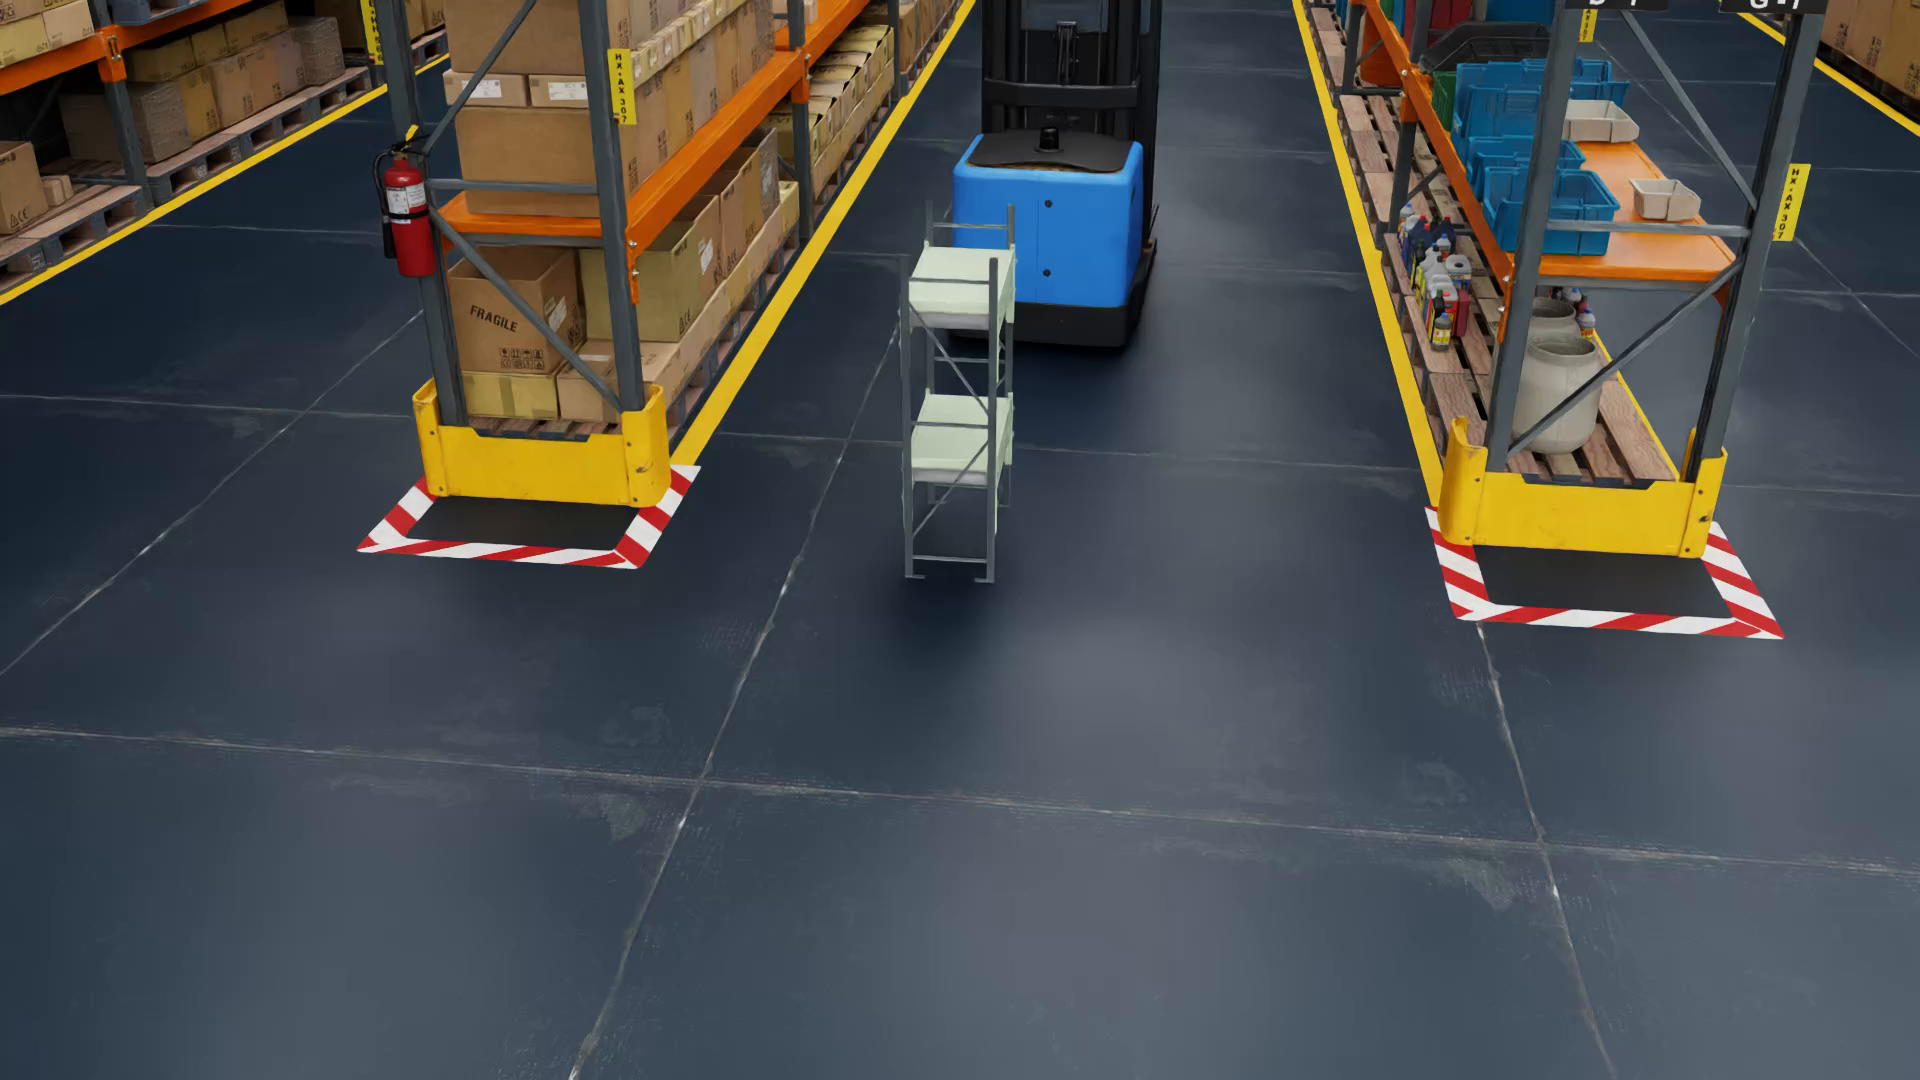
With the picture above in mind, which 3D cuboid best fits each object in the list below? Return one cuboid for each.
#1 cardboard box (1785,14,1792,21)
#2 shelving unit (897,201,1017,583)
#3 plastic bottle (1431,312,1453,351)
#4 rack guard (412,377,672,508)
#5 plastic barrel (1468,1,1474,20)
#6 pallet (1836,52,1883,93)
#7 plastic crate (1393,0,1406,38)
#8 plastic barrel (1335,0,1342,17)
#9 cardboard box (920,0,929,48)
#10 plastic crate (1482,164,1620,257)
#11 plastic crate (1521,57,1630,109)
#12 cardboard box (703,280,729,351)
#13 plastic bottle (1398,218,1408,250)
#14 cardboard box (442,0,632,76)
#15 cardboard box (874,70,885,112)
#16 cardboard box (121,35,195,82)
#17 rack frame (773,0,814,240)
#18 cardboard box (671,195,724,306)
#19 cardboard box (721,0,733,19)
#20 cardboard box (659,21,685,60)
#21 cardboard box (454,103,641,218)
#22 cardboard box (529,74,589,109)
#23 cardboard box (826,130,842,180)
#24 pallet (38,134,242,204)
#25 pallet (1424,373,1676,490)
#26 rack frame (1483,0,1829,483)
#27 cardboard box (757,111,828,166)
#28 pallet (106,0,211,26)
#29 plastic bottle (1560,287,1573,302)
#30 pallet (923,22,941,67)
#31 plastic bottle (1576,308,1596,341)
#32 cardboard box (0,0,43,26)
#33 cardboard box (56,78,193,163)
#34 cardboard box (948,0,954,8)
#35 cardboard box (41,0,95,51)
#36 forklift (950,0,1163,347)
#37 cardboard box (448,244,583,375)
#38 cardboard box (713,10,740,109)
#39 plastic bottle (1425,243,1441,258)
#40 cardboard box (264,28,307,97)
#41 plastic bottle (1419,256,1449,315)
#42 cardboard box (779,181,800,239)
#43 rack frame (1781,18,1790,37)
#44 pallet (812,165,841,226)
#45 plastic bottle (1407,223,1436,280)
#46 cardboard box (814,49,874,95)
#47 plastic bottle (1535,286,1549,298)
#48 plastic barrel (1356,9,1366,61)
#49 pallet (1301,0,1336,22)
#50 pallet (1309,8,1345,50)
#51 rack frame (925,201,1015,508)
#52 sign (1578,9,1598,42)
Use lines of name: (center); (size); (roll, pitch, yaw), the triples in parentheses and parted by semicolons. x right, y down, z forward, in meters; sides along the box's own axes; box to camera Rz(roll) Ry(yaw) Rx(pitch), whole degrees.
cardboard box: (9.216, -5.618, 16.813); (1.225, 0.875, 0.875); (3, 29, 6)
shelving unit: (-0.001, -0.657, 7.388); (0.431, 1.500, 0.755); (3, 28, 6)
plastic bottle: (2.678, -1.162, 9.230); (0.097, 0.201, 0.097); (0, 28, 0)
rack guard: (-2.030, -0.488, 8.129); (1.175, 0.500, 0.348); (3, 28, 6)
plastic barrel: (3.693, -3.746, 11.687); (0.301, 0.262, 0.301); (0, 28, 0)
pallet: (9.107, -4.500, 15.880); (1.003, 0.211, 1.213); (3, 28, 6)
plastic crate: (3.205, -3.723, 11.515); (0.392, 0.384, 0.575); (3, 28, 6)
plastic barrel: (4.275, -5.965, 17.429); (0.600, 0.901, 0.708); (3, 28, 6)
cardboard box: (-0.583, -5.139, 16.298); (0.500, 0.500, 0.500); (3, 28, 6)
plastic crate: (2.652, -1.498, 7.524); (0.499, 0.251, 0.616); (3, 28, 6)
plastic crate: (3.512, -2.591, 9.553); (0.499, 0.251, 0.616); (3, 28, 6)
cardboard box: (-1.622, -1.284, 9.428); (0.500, 0.250, 0.500); (3, 28, 6)
plastic bottle: (2.892, -1.982, 10.754); (0.097, 0.201, 0.097); (0, 28, 0)
cardboard box: (-1.951, -2.459, 7.678); (0.700, 0.500, 0.500); (3, 29, 6)
cardboard box: (-0.929, -3.835, 14.162); (0.500, 0.250, 0.500); (3, 28, 6)
cardboard box: (-6.330, -3.747, 12.923); (0.500, 0.250, 0.500); (3, 28, 5)
rack frame: (-1.537, -3.483, 11.052); (1.000, 3.000, 0.127); (3, 28, 6)
cardboard box: (-1.633, -1.615, 9.251); (0.500, 0.500, 0.500); (3, 28, 6)
cardboard box: (-1.515, -3.074, 9.504); (0.380, 0.149, 0.250); (4, 29, 8)
cardboard box: (-1.641, -2.588, 8.601); (0.380, 0.149, 0.250); (2, 28, 4)
cardboard box: (-1.958, -1.863, 7.940); (0.700, 0.500, 0.500); (3, 28, 6)
cardboard box: (-1.766, -2.101, 7.699); (0.380, 0.149, 0.250); (3, 28, 6)
cardboard box: (-1.178, -2.873, 12.376); (0.500, 0.250, 0.500); (4, 29, 7)
pallet: (-6.360, -2.908, 12.925); (1.003, 0.211, 1.213); (3, 28, 6)
pallet: (2.956, -0.503, 8.461); (1.003, 0.211, 1.213); (3, 28, 6)
rack frame: (2.888, -1.310, 7.019); (1.000, 3.000, 0.127); (3, 28, 6)
cardboard box: (-1.239, -2.884, 11.805); (0.500, 0.311, 0.500); (3, 29, 6)
pallet: (-6.216, -4.036, 12.280); (1.003, 0.211, 1.213); (3, 28, 6)
plastic bottle: (3.474, -1.346, 9.499); (0.097, 0.271, 0.097); (0, 28, 0)
pallet: (-0.766, -5.060, 16.919); (1.003, 0.211, 1.213); (3, 28, 6)
plastic bottle: (3.420, -1.138, 9.112); (0.097, 0.271, 0.097); (0, 28, 0)
cardboard box: (-6.261, -3.566, 10.553); (0.500, 0.500, 0.500); (3, 28, 6)
cardboard box: (-6.380, -3.209, 12.716); (0.700, 0.500, 0.500); (4, 29, 8)
cardboard box: (-0.333, -6.093, 18.068); (0.500, 0.500, 0.500); (3, 28, 6)
cardboard box: (-6.211, -3.471, 11.167); (0.500, 0.250, 0.500); (3, 29, 6)
forklift: (0.723, -3.092, 10.398); (1.130, 2.935, 3.031); (5, 29, 9)
cardboard box: (-2.257, -1.174, 8.432); (0.500, 0.500, 0.500); (3, 28, 6)
cardboard box: (-1.709, -2.833, 9.740); (0.700, 0.500, 0.500); (4, 29, 7)
plastic bottle: (2.863, -1.669, 10.099); (0.097, 0.271, 0.097); (0, 28, 0)
cardboard box: (-6.179, -4.167, 14.494); (0.700, 0.500, 0.500); (3, 28, 6)
plastic bottle: (2.769, -1.488, 9.679); (0.144, 0.351, 0.185); (5, 29, 8)
cardboard box: (-1.377, -2.226, 11.175); (0.500, 0.250, 0.500); (3, 28, 6)
rack frame: (9.274, -6.671, 16.970); (1.000, 3.000, 0.127); (3, 28, 6)
pallet: (-1.486, -2.604, 12.361); (1.003, 0.211, 1.213); (3, 28, 6)
plastic bottle: (2.844, -1.776, 10.213); (0.144, 0.351, 0.185); (2, 28, 4)
cardboard box: (-0.989, -3.843, 13.586); (0.500, 0.311, 0.500); (3, 28, 6)
plastic bottle: (3.498, -1.549, 9.871); (0.152, 0.276, 0.135); (4, 29, 7)
plastic barrel: (3.892, -4.668, 15.432); (0.421, 0.512, 0.421); (0, 28, 0)
pallet: (4.410, -6.079, 18.812); (1.003, 0.211, 1.213); (3, 28, 6)
pallet: (4.223, -5.370, 17.496); (1.003, 0.211, 1.213); (3, 28, 6)
rack frame: (0.044, -0.829, 7.708); (0.400, 1.500, 0.023); (3, 28, 6)
sign: (3.923, -3.278, 10.379); (0.100, 0.325, 0.005); (3, 28, 6)
